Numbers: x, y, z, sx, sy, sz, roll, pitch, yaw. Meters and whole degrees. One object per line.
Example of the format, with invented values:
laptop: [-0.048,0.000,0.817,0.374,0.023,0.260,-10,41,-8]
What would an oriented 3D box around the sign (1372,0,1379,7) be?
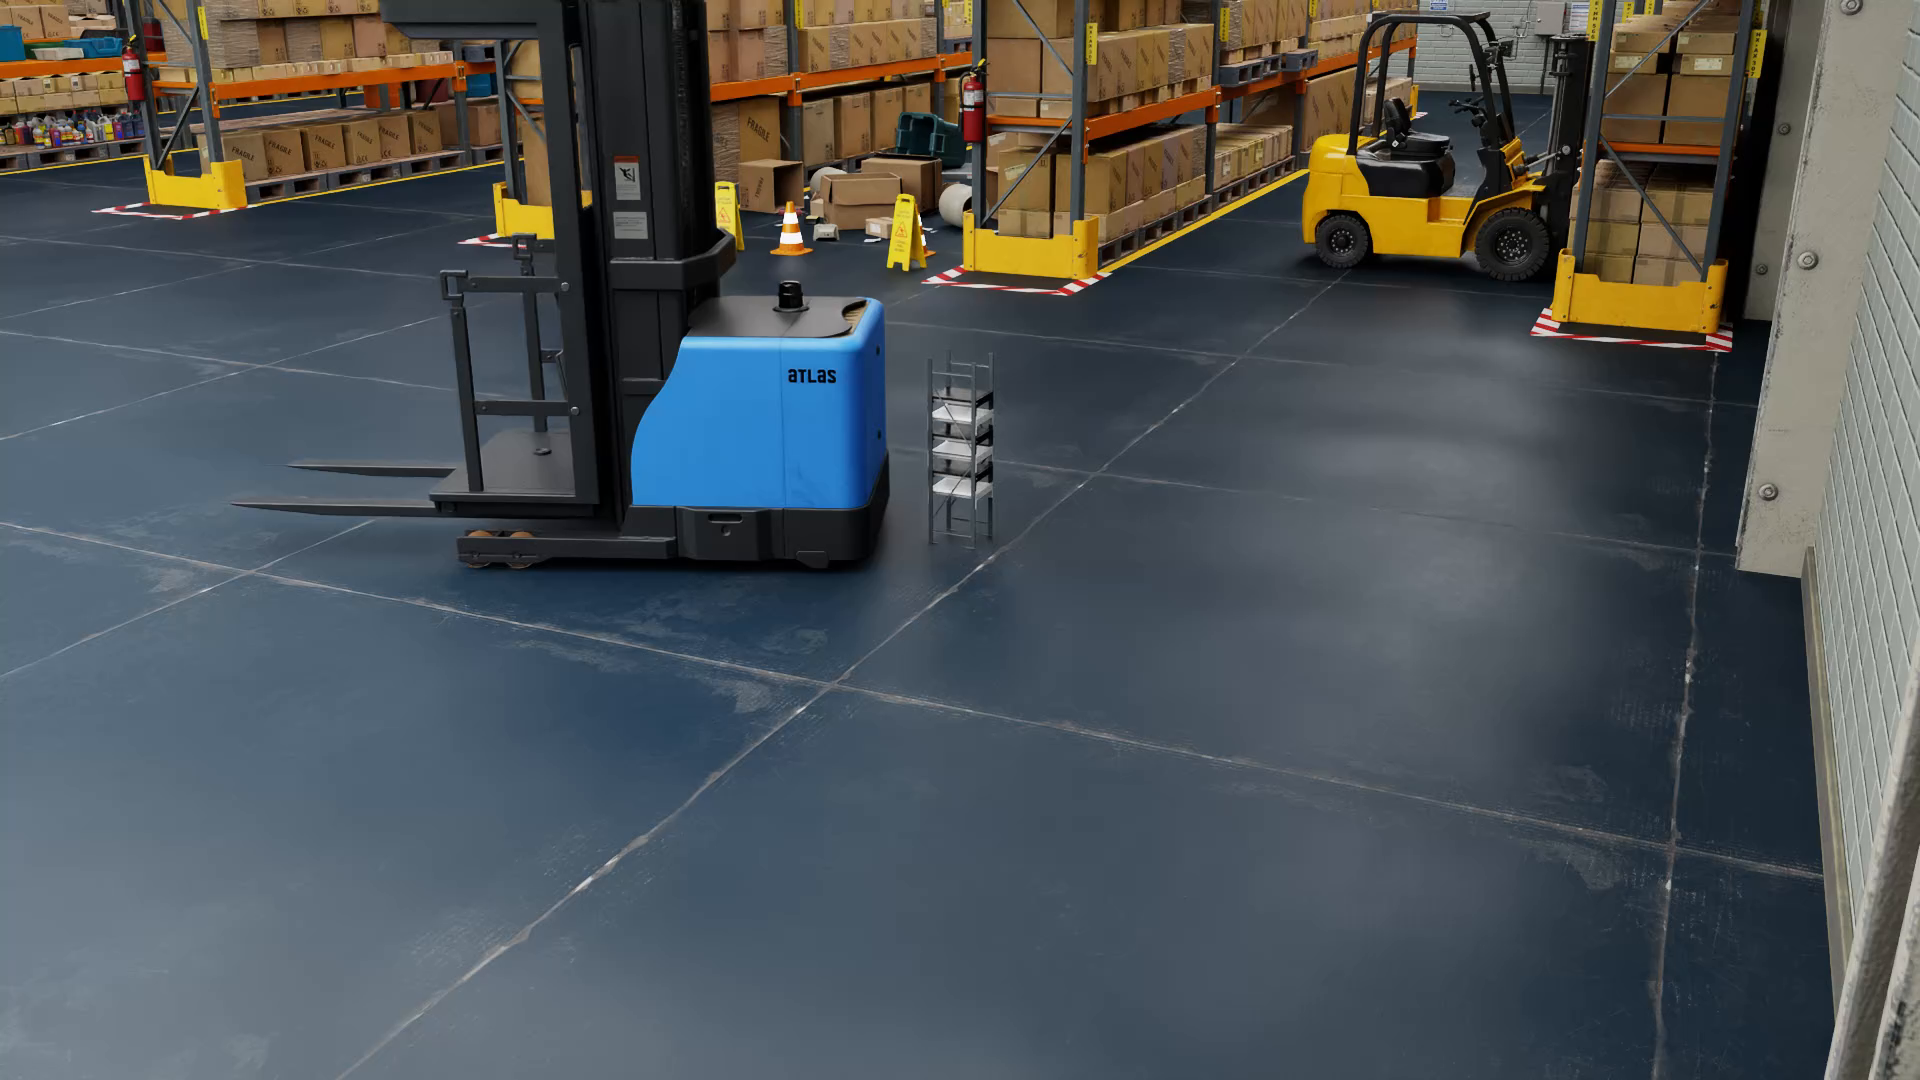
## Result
sign: [5.994,-7.850,23.954,0.100,0.325,0.005,9,21,23]

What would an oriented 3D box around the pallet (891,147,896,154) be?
pallet: [-1.092,-5.294,22.539,1.003,0.211,1.213,9,21,23]

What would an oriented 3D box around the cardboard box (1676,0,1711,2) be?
cardboard box: [10.618,-7.818,24.136,0.500,0.500,0.500,9,22,24]

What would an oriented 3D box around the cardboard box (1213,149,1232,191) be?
cardboard box: [2.432,-4.088,18.281,0.950,0.372,0.625,9,21,23]

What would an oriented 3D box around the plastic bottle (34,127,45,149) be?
plastic bottle: [-11.951,-5.217,21.577,0.097,0.271,0.097,0,20,0]

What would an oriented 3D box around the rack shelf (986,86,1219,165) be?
rack shelf: [1.400,-4.017,15.861,1.077,0.370,4.000,9,21,23]

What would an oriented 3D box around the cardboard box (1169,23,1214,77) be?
cardboard box: [2.264,-4.985,16.915,0.500,0.500,0.500,8,21,21]

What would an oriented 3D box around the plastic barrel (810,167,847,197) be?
plastic barrel: [-1.403,-3.844,18.147,0.421,0.421,0.512,-9,22,-24]

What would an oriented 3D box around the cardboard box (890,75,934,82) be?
cardboard box: [-0.659,-6.457,23.633,0.500,0.250,0.500,8,21,21]

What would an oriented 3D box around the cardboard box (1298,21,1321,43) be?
cardboard box: [4.290,-6.476,21.179,0.500,0.250,0.500,8,21,22]

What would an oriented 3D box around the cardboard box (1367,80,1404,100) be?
cardboard box: [6.587,-7.130,26.737,0.875,0.438,0.875,9,22,24]

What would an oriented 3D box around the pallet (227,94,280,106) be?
pallet: [-13.379,-8.191,30.686,1.003,0.211,1.213,9,21,23]

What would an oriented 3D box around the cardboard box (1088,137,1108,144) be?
cardboard box: [1.095,-3.594,15.956,0.500,0.500,0.500,8,21,21]

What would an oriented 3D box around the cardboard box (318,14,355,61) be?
cardboard box: [-7.654,-5.923,19.555,0.875,0.500,0.500,9,21,23]

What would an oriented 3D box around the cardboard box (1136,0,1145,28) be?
cardboard box: [1.382,-5.218,16.079,0.700,0.500,0.500,8,21,22]

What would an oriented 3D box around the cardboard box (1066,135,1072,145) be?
cardboard box: [0.867,-3.784,15.523,0.380,0.149,0.250,9,21,24]

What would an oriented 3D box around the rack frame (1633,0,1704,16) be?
rack frame: [6.749,-4.287,15.548,1.000,3.000,0.127,9,21,23]

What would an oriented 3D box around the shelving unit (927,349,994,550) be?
shelving unit: [0.003,-0.426,7.825,0.258,0.900,0.210,9,21,23]

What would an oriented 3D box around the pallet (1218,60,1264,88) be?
pallet: [2.665,-5.091,18.092,1.003,0.211,1.213,9,21,23]

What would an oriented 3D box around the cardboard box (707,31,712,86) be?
cardboard box: [-3.137,-5.076,17.541,0.875,0.550,0.500,9,21,23]

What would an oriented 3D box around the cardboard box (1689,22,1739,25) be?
cardboard box: [6.208,-4.181,13.687,0.380,0.149,0.250,9,22,24]

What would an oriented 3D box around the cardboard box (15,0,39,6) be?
cardboard box: [-17.881,-10.209,31.576,0.500,0.500,0.500,8,21,22]

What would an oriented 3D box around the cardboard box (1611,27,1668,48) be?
cardboard box: [5.221,-3.859,12.783,0.380,0.149,0.250,9,22,24]

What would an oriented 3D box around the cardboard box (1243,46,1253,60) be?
cardboard box: [3.034,-5.417,18.474,0.380,0.149,0.250,9,21,24]

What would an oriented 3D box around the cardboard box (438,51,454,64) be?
cardboard box: [-6.641,-6.103,21.027,0.380,0.149,0.250,9,21,23]

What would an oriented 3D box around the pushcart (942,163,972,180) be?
pushcart: [0.119,-4.029,18.736,1.648,0.377,0.936,1,20,4]

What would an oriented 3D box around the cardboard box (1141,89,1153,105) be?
cardboard box: [1.592,-4.171,15.596,0.380,0.149,0.250,8,21,21]

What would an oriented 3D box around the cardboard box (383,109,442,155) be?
cardboard box: [-7.022,-5.230,21.303,0.500,0.500,0.500,8,21,21]

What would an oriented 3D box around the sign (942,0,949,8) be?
sign: [-0.192,-7.309,22.315,0.100,0.325,0.005,9,21,23]

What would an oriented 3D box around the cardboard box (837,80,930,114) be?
cardboard box: [-1.031,-5.802,22.539,1.050,0.750,0.750,8,21,22]

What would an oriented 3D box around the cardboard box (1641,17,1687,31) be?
cardboard box: [6.227,-4.552,14.730,0.380,0.149,0.250,8,21,22]

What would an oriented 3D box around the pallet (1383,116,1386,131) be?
pallet: [6.376,-6.695,26.479,1.003,0.211,1.213,9,21,23]

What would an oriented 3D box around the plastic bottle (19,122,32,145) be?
plastic bottle: [-12.401,-5.392,22.050,0.061,0.283,0.133,9,21,23]

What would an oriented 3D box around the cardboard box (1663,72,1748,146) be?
cardboard box: [5.568,-3.225,12.411,0.500,0.500,0.500,9,22,24]

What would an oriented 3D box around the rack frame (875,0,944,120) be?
rack frame: [-0.700,-6.838,22.721,1.000,3.000,0.127,9,21,23]

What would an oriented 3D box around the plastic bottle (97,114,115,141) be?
plastic bottle: [-11.552,-5.572,22.457,0.144,0.351,0.185,8,21,22]

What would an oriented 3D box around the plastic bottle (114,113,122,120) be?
plastic bottle: [-11.871,-5.891,23.473,0.097,0.271,0.097,0,20,0]

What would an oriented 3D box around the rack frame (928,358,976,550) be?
rack frame: [-0.038,-0.395,7.738,0.240,0.900,0.006,9,21,23]

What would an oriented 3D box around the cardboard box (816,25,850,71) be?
cardboard box: [-1.671,-5.941,20.048,0.500,0.500,0.500,9,21,23]

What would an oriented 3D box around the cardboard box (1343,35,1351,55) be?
cardboard box: [5.108,-6.863,23.015,0.500,0.250,0.500,8,21,21]

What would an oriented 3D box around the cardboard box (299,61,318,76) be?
cardboard box: [-7.620,-5.423,19.117,0.380,0.149,0.250,9,21,23]

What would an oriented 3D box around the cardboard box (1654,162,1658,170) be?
cardboard box: [5.853,-3.247,14.608,0.500,0.250,0.500,9,22,25]

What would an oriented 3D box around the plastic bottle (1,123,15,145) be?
plastic bottle: [-12.595,-5.371,21.992,0.061,0.283,0.133,9,22,24]

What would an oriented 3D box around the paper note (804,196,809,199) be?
paper note: [-1.787,-3.887,18.852,0.147,0.020,0.142,-5,20,-15]

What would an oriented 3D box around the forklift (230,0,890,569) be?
forklift: [-1.893,-1.424,7.600,3.031,2.935,1.130,1,20,3]

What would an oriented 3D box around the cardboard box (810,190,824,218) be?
cardboard box: [-1.362,-3.549,17.552,0.396,0.266,0.258,13,23,32]

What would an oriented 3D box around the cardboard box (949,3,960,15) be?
cardboard box: [-0.226,-7.395,23.147,0.380,0.149,0.250,8,21,21]

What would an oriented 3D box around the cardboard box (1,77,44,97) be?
cardboard box: [-15.041,-7.257,26.537,0.500,0.311,0.500,8,21,21]

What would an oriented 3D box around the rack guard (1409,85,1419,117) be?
rack guard: [7.143,-7.465,28.214,1.175,0.500,0.348,9,21,23]

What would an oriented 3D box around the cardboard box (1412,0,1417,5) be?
cardboard box: [7.153,-8.974,27.084,0.500,0.500,0.500,9,22,24]

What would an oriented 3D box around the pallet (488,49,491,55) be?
pallet: [-5.957,-6.849,23.036,1.003,0.211,1.213,9,21,23]

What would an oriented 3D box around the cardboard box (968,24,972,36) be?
cardboard box: [-0.003,-7.274,23.694,0.380,0.149,0.250,10,22,25]

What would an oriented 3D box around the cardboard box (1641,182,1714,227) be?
cardboard box: [5.481,-2.559,12.672,0.500,0.250,0.500,8,21,22]

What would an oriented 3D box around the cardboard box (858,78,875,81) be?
cardboard box: [-2.097,-8.986,31.302,0.875,0.875,0.875,9,21,23]
